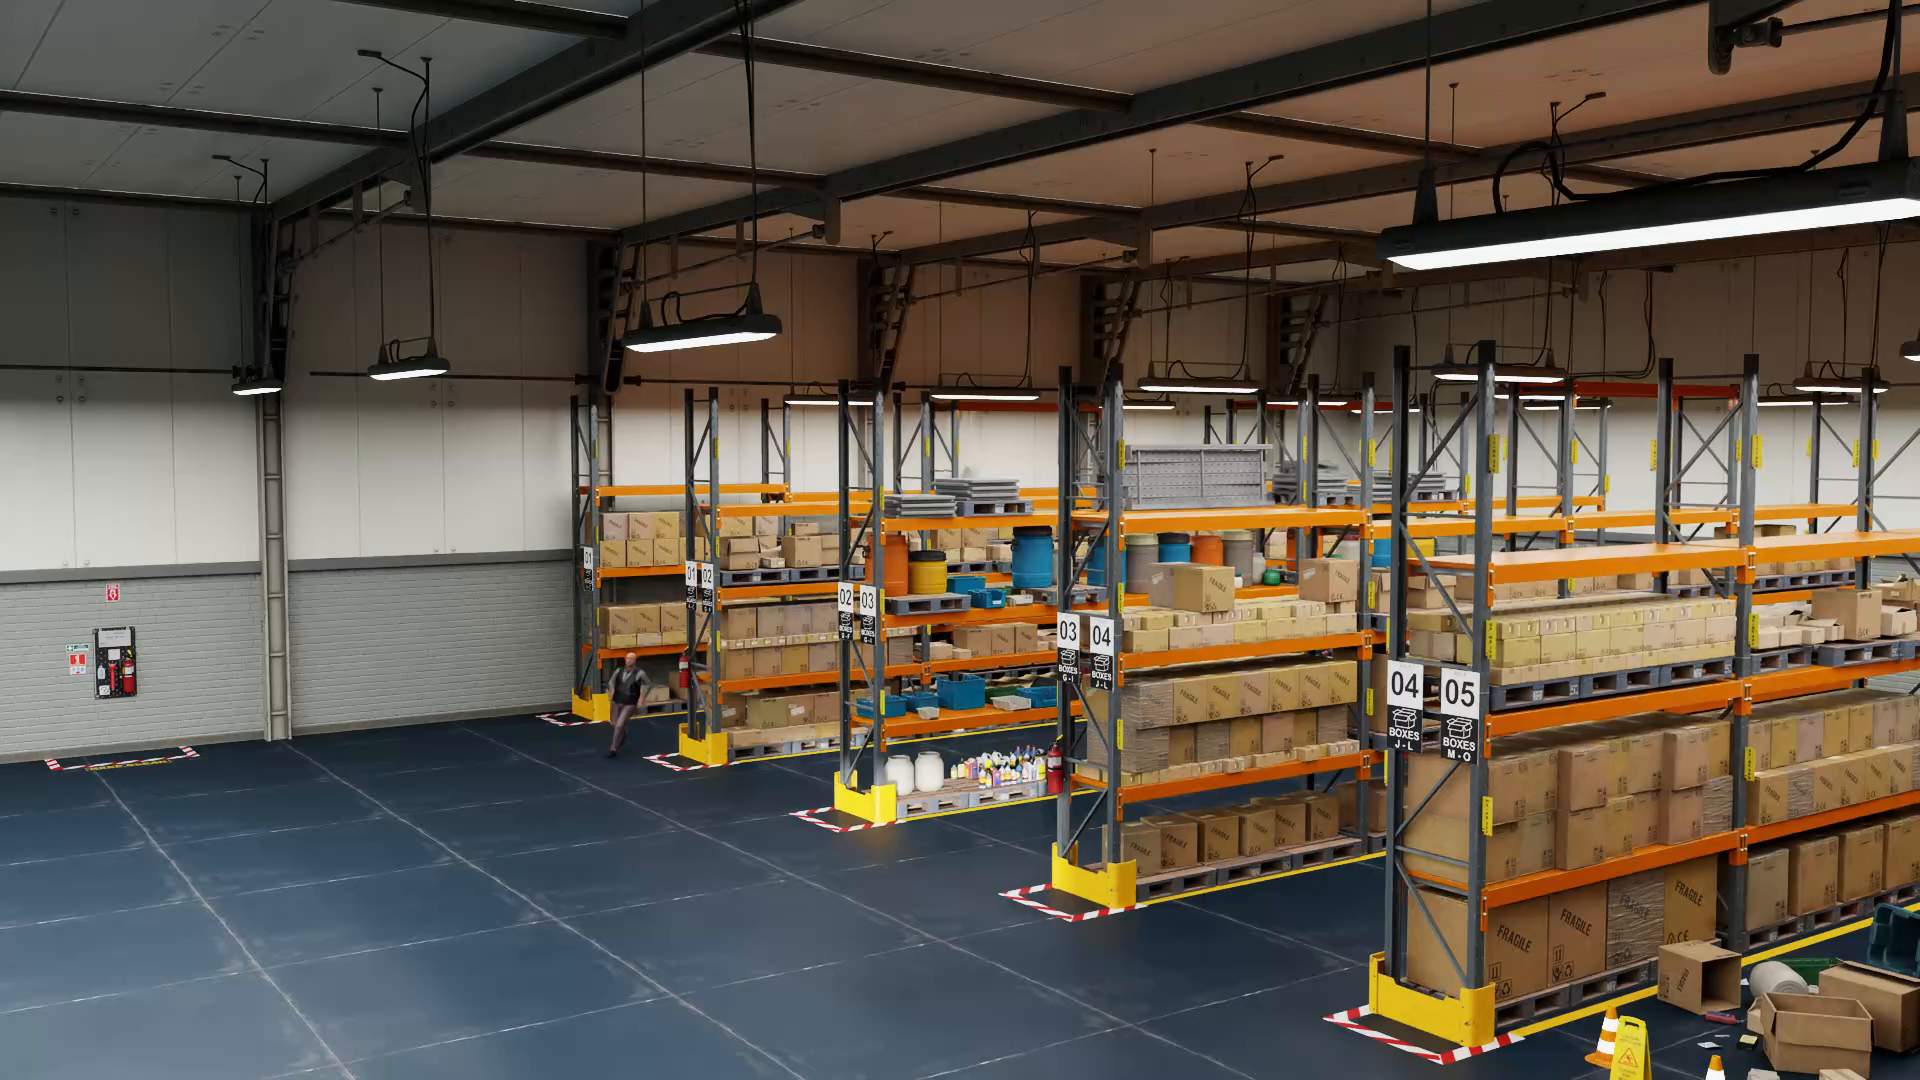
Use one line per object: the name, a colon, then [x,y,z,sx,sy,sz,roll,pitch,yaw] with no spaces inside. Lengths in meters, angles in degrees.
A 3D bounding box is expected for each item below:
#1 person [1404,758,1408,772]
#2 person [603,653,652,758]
person: [6.840,2.781,25.018,0.912,1.849,0.690,-3,4,-39]
person: [-5.444,2.685,27.217,0.714,1.676,0.891,1,4,14]
